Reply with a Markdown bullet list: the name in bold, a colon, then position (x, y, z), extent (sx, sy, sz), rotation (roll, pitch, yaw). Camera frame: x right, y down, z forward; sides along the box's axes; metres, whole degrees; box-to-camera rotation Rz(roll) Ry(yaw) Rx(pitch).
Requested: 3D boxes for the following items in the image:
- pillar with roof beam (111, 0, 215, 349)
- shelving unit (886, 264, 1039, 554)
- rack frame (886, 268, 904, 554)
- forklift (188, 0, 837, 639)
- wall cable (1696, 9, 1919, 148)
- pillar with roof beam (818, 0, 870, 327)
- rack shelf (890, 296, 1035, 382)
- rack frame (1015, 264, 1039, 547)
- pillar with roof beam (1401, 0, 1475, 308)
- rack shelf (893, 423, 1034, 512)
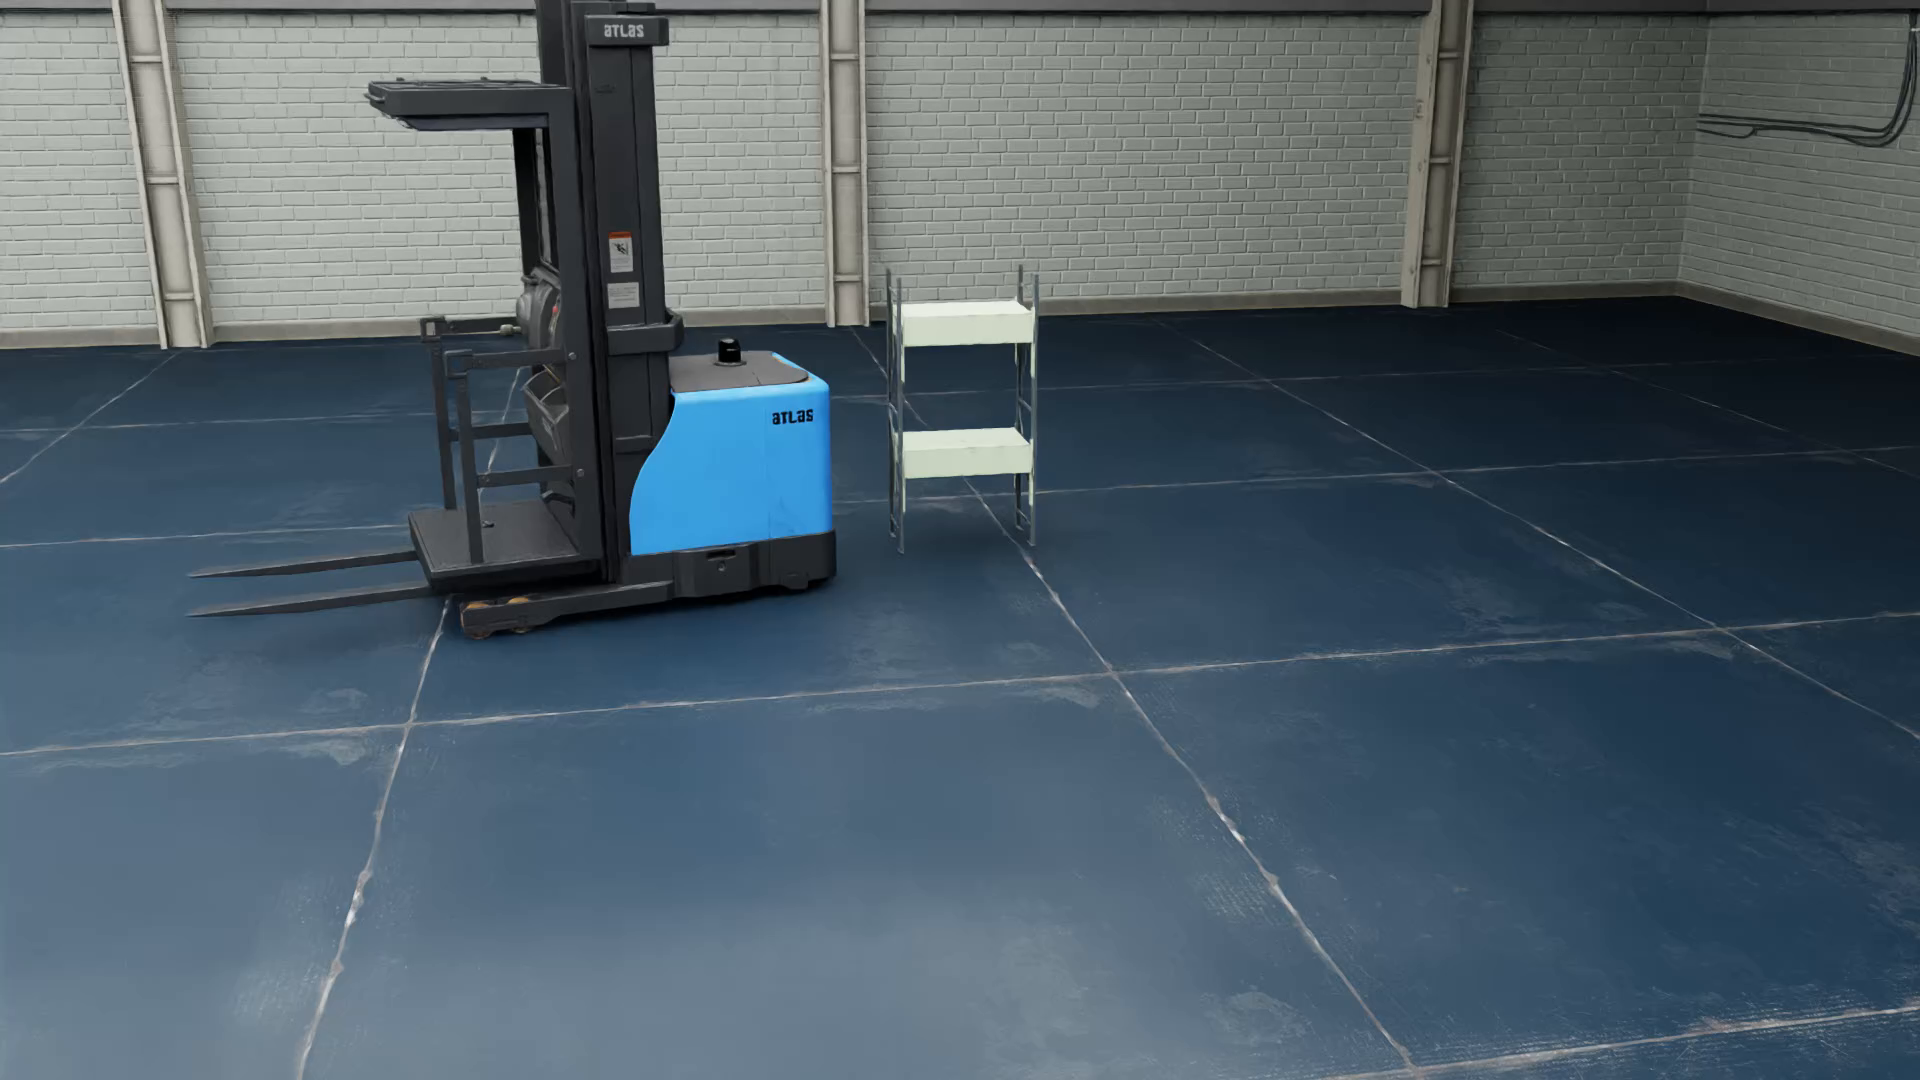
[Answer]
- **pillar with roof beam**: position (-6.164, -4.821, 9.682), extent (0.400, 9.000, 9.100), rotation (-3, 17, -10)
- **shelving unit**: position (0.007, -0.717, 9.093), extent (0.755, 1.500, 0.431), rotation (-3, 17, -10)
- **rack frame**: position (-0.353, -0.697, 9.026), extent (0.023, 1.500, 0.400), rotation (-3, 17, -10)
- **forklift**: position (-2.199, -1.114, 7.948), extent (3.031, 2.935, 1.130), rotation (-7, 18, -22)
- **wall cable**: position (7.945, -5.029, 15.647), extent (0.112, 2.526, 3.097), rotation (-3, 17, -10)
- **pillar with roof beam**: position (-0.273, -5.155, 10.770), extent (0.400, 9.000, 9.100), rotation (-3, 17, -10)
- **rack shelf**: position (0.007, -1.090, 8.978), extent (0.720, 0.370, 0.431), rotation (-3, 17, -10)
- **rack frame**: position (0.366, -0.738, 9.159), extent (0.023, 1.500, 0.400), rotation (-3, 17, -10)
- **pillar with roof beam**: position (5.618, -5.489, 11.858), extent (0.400, 9.000, 9.100), rotation (-3, 17, -10)
- **rack shelf**: position (0.007, -0.406, 9.189), extent (0.720, 0.370, 0.431), rotation (-3, 17, -10)
